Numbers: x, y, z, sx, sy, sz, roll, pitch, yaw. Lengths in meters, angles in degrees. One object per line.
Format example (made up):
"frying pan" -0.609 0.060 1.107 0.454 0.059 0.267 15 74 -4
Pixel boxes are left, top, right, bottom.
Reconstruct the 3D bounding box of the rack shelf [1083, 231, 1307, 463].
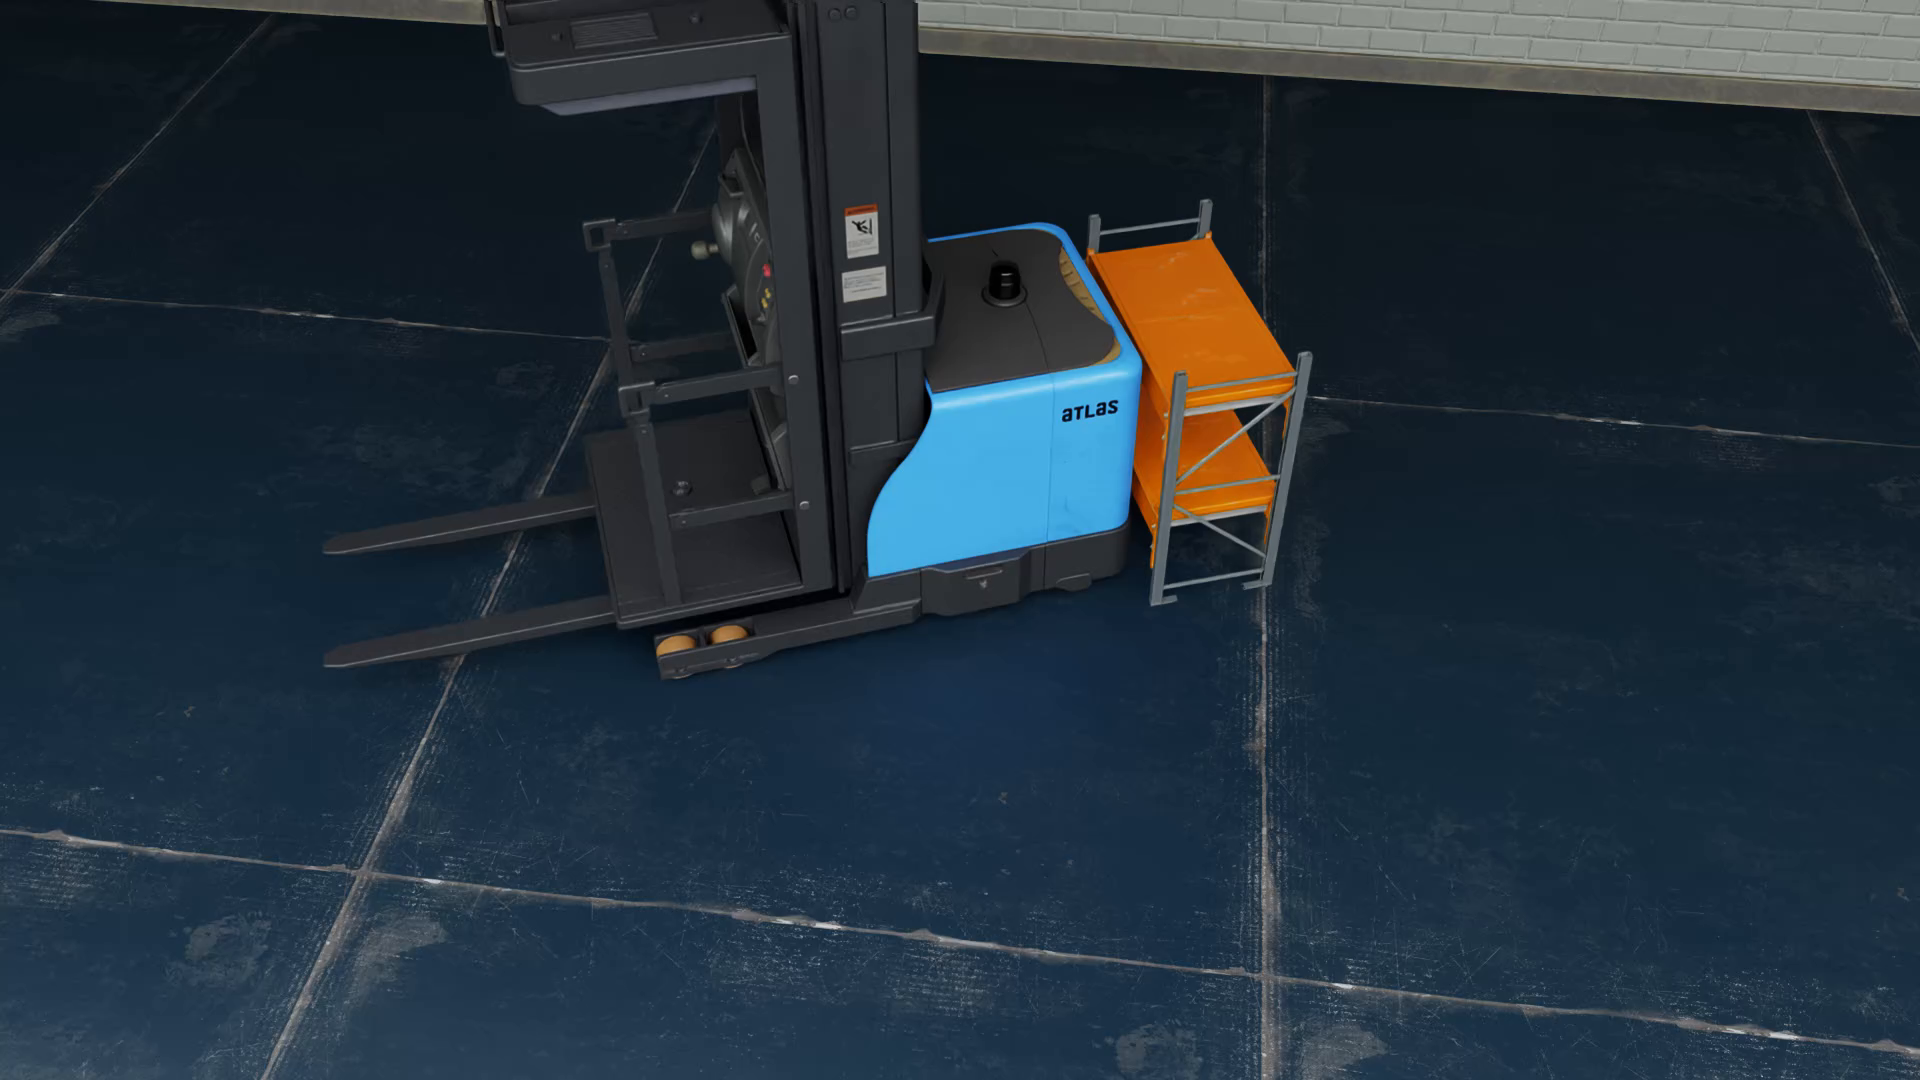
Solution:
"rack shelf" 0.864 -0.754 6.302 0.538 0.278 1.000 -9 44 -10

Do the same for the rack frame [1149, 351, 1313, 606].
"rack frame" 0.984 -0.202 6.145 0.500 1.125 0.032 -9 44 -10

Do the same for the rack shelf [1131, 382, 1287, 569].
"rack shelf" 0.863 -0.364 6.672 0.538 0.278 1.000 -9 44 -10

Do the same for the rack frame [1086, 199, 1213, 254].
"rack frame" 0.743 -0.881 6.862 0.500 1.125 0.032 -9 44 -10

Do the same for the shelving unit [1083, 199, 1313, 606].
"shelving unit" 0.864 -0.541 6.503 0.538 1.125 1.048 -9 44 -10

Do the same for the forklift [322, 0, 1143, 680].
"forklift" -0.911 -0.953 5.625 3.031 2.935 1.130 -11 45 -11
